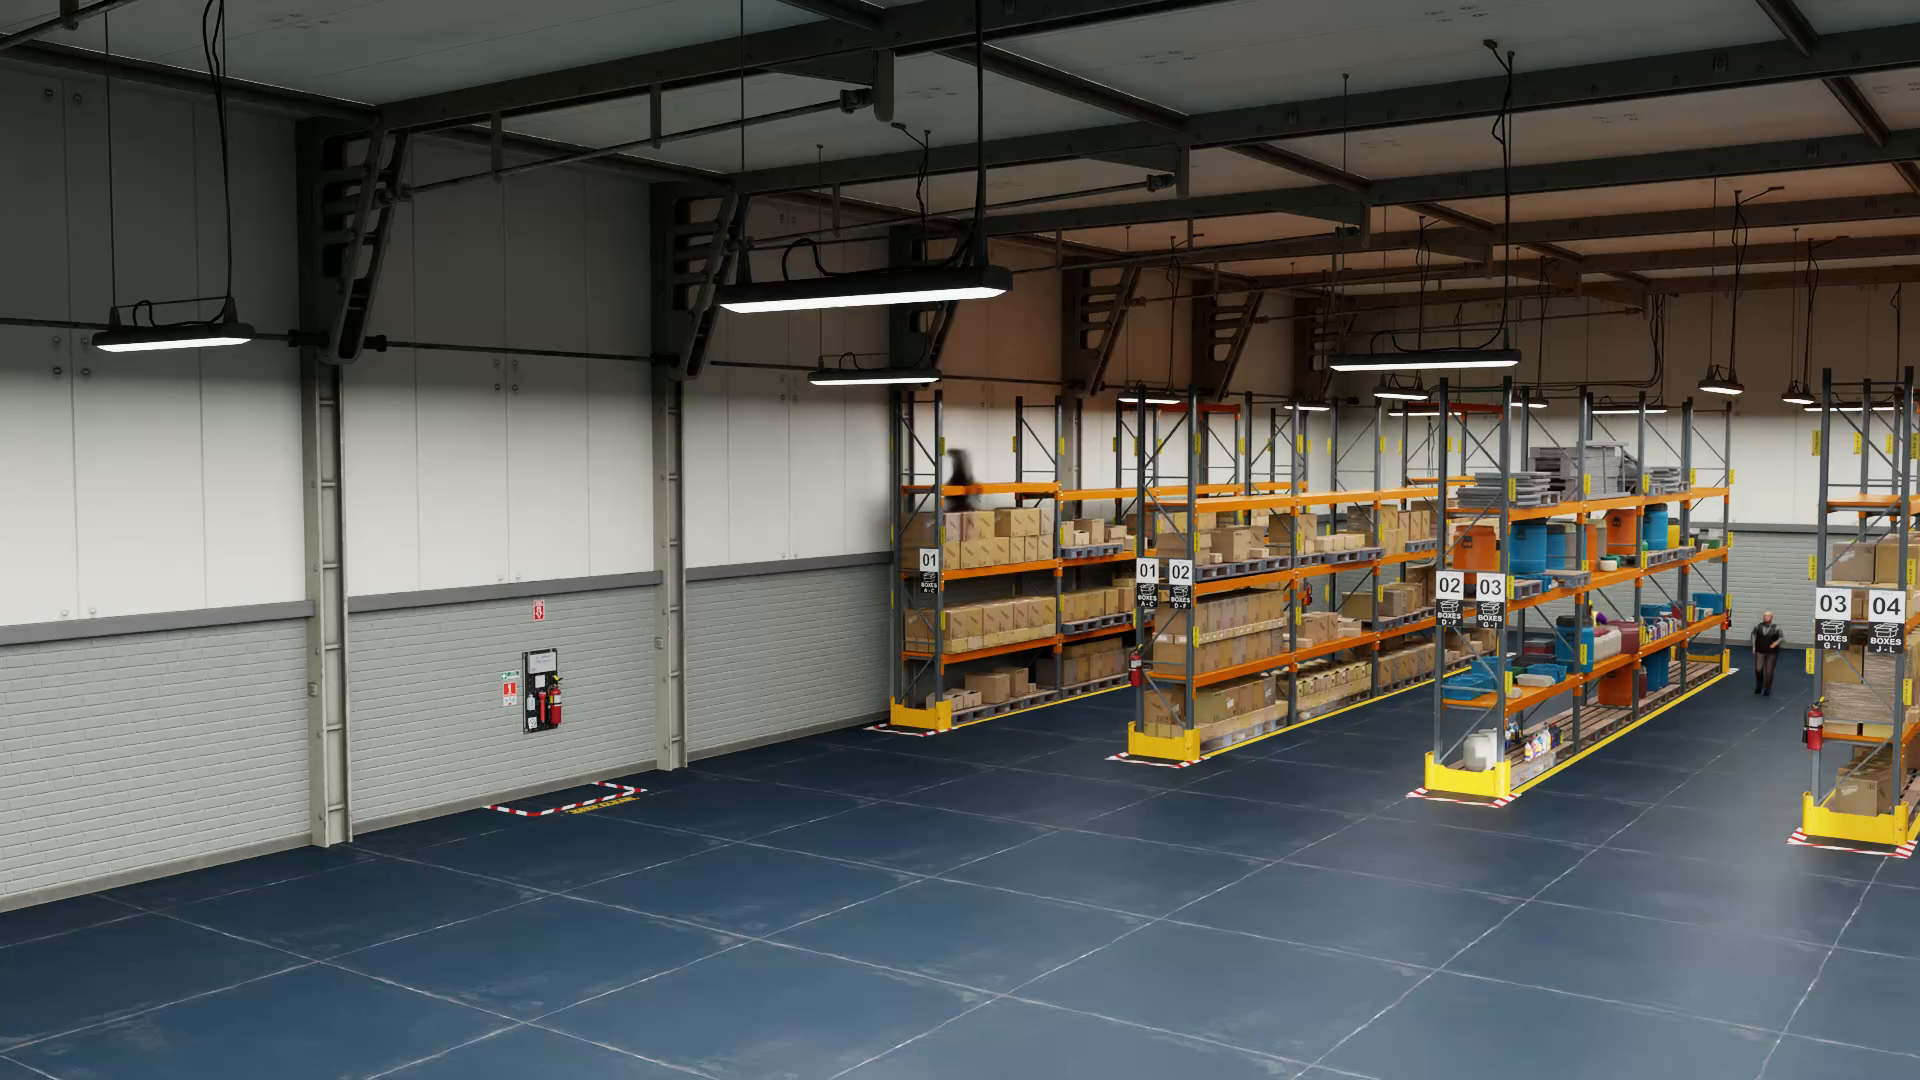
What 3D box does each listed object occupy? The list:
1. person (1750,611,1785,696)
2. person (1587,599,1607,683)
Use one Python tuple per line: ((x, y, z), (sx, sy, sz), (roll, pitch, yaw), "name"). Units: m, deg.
((16.132, 2.282, 33.245), (0.652, 1.709, 0.672), (2, 4, 30), "person")
((13.325, 2.141, 35.277), (0.675, 1.786, 0.804), (3, 4, 39), "person")
